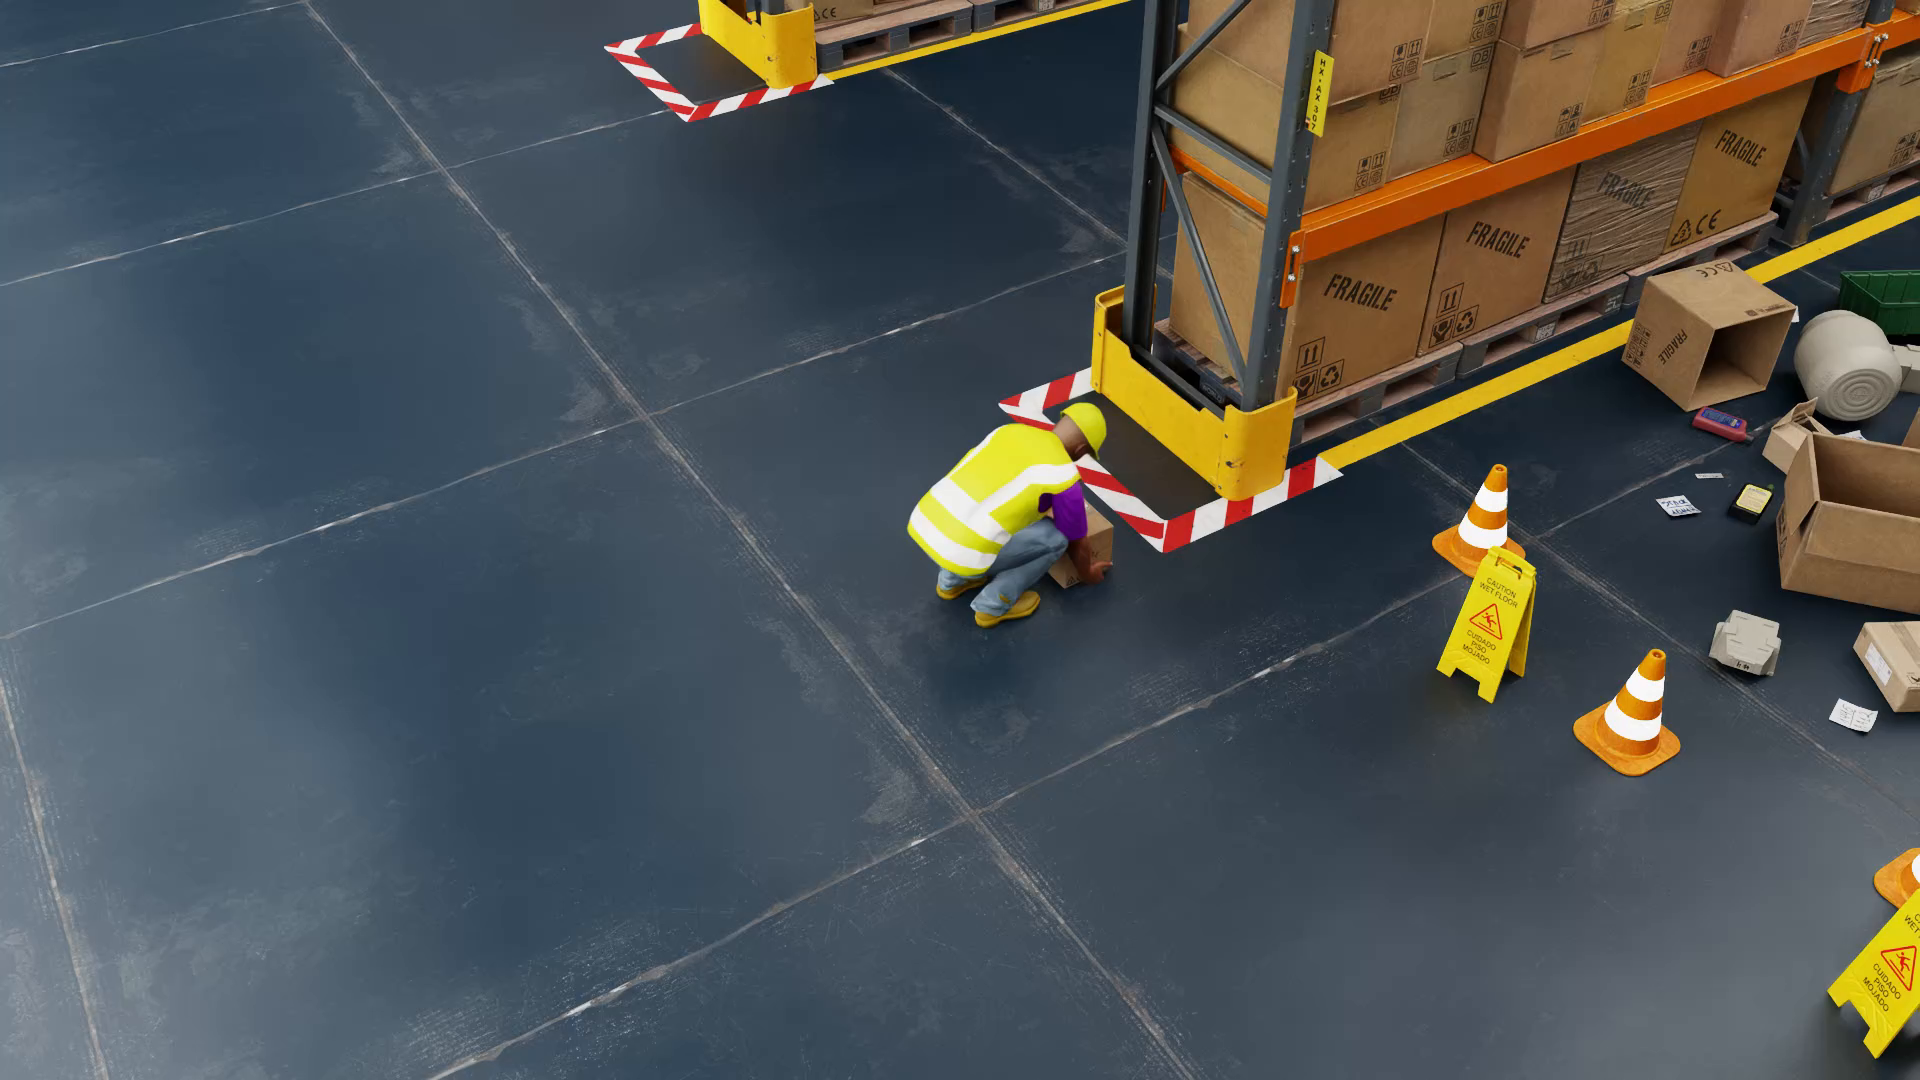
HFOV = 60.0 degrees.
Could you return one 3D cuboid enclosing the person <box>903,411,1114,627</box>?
[{"bbox_3d":[0.233,-0.133,6.982,0.979,0.897,0.504,-24,46,-26],"label":"person"}]
